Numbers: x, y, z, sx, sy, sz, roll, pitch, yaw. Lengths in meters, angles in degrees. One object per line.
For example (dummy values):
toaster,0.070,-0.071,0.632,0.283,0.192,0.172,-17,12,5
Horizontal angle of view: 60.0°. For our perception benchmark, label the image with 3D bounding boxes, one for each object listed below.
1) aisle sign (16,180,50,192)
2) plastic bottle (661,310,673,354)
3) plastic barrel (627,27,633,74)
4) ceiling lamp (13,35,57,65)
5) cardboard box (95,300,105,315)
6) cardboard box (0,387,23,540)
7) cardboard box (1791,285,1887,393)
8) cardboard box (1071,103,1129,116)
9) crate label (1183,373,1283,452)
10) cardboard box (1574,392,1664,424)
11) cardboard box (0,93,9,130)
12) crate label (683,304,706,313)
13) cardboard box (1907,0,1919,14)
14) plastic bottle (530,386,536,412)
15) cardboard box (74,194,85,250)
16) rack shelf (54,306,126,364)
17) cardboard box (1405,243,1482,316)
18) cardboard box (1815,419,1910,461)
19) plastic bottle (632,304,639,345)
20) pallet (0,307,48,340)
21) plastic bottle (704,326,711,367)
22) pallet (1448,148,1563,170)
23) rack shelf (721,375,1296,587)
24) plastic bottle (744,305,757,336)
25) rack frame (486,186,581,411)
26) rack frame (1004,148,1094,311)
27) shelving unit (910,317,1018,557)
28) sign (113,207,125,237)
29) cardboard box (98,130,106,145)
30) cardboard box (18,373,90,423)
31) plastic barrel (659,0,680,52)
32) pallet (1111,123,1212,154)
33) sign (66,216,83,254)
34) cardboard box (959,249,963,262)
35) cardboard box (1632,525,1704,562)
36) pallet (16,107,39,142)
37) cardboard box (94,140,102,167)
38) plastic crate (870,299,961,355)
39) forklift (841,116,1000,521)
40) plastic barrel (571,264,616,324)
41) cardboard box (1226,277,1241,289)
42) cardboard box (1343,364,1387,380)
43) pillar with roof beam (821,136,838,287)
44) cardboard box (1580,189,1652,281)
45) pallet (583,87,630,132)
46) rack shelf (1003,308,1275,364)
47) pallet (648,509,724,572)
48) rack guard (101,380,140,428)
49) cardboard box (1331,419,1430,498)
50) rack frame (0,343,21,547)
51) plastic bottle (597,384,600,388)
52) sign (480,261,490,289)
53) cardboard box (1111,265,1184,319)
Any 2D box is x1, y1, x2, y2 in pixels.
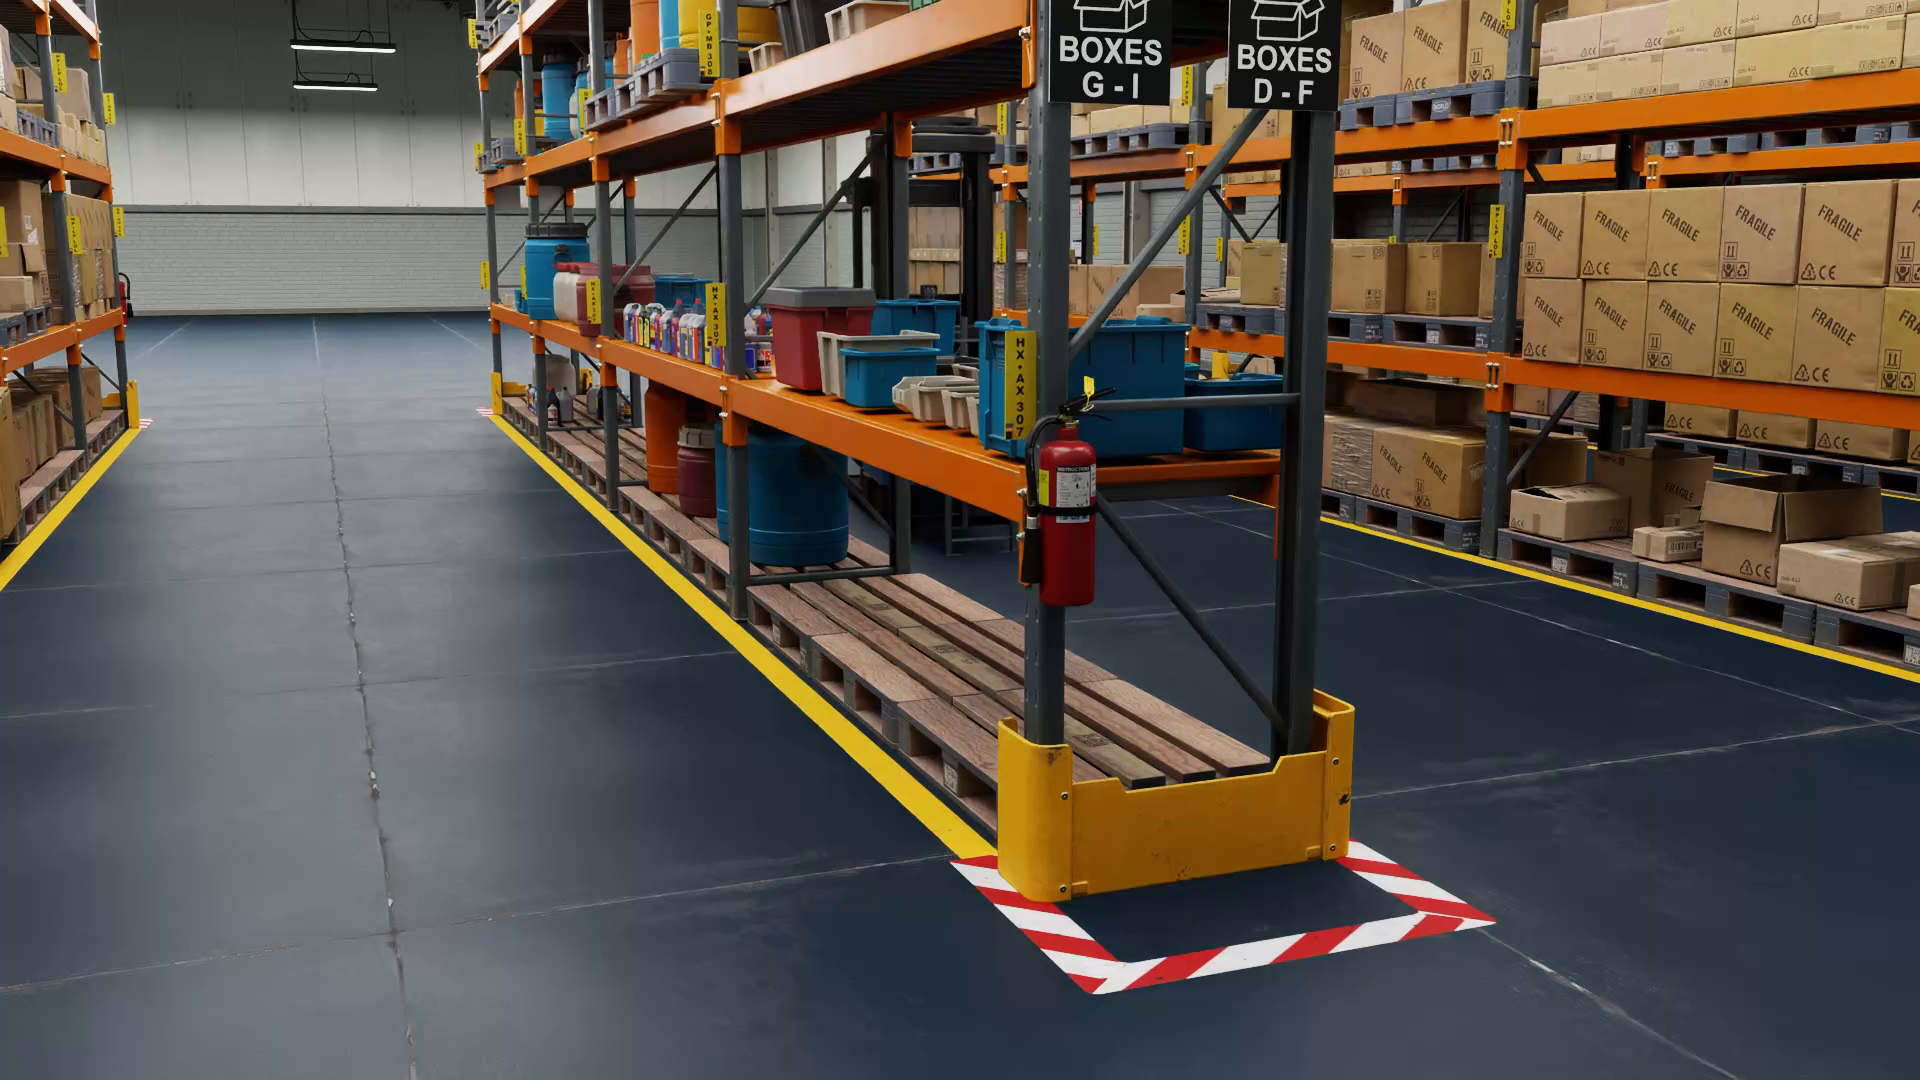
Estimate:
aisle sign,-10.027,-3.990,17.865,0.394,0.787,0.004,-4,11,-21
plastic bottle,-1.852,-1.349,10.795,0.152,0.276,0.135,-4,11,-21
plastic barrel,-2.305,-3.599,13.093,0.600,0.901,0.600,0,10,0
ceiling lamp,-22.331,-12.468,39.150,2.000,3.185,0.800,-4,11,-21
cardboard box,-8.788,-2.324,16.638,0.380,0.149,0.250,-4,11,-21
cardboard box,-6.596,-0.460,10.310,1.225,0.875,0.875,-4,11,-24
cardboard box,4.524,-1.007,8.231,0.500,0.500,0.500,-4,11,-20
cardboard box,1.373,-4.479,16.557,0.500,0.500,0.500,-3,10,-15
crate label,0.906,-0.430,5.581,0.416,0.233,0.303,-4,11,-21
cardboard box,6.714,-1.457,16.926,0.700,0.500,0.500,-4,11,-20
cardboard box,-6.945,-2.993,11.545,0.500,0.250,0.500,-4,11,-19
crate label,-2.013,-1.738,13.104,0.303,0.233,0.416,-4,11,-21
cardboard box,4.702,-2.534,7.537,0.500,0.250,0.500,-4,11,-21
plastic bottle,-4.582,-1.519,17.929,0.097,0.271,0.097,0,10,0
cardboard box,-8.384,-2.925,15.312,0.500,0.500,0.500,-4,11,-21
rack shelf,-9.000,-2.039,16.370,1.077,0.370,4.000,-4,11,-21
cardboard box,3.586,-1.844,11.739,0.700,0.500,0.500,-2,10,-12
cardboard box,7.792,-1.095,13.949,0.750,0.750,0.750,-4,11,-19
plastic bottle,-2.278,-1.523,11.749,0.061,0.283,0.133,-4,11,-21
pallet,-7.582,-1.640,12.620,1.003,0.211,1.213,-4,11,-21
plastic bottle,-1.398,-1.180,9.629,0.144,0.351,0.185,-4,11,-21
pallet,6.077,-4.117,17.973,1.213,0.211,1.003,-4,11,-21
rack shelf,-0.036,-0.394,7.126,1.077,0.370,4.000,-4,11,-21
plastic bottle,-1.264,-1.189,9.681,0.144,0.351,0.185,-4,11,-21
rack frame,-5.109,-3.034,19.910,1.000,3.000,0.127,-4,11,-21
rack frame,0.959,-2.695,18.003,1.000,3.000,0.127,-4,11,-21
shelving unit,-0.025,-0.728,11.230,0.538,1.500,1.048,-3,11,-18
sign,-9.201,-3.477,18.193,0.100,0.325,0.005,-4,11,-21
cardboard box,-9.334,-4.293,17.715,0.380,0.149,0.250,-4,11,-21
cardboard box,-9.057,-1.394,16.628,0.500,0.500,0.500,-3,10,-16
plastic barrel,-1.521,-3.274,10.066,0.600,0.901,0.708,-4,11,-21
pallet,2.079,-3.531,14.677,1.213,0.211,1.003,-3,11,-18
sign,-7.760,-2.672,14.572,0.100,0.325,0.005,-4,11,-21
cardboard box,0.202,-3.301,19.276,0.380,0.149,0.250,-4,11,-19
cardboard box,4.131,0.012,9.619,0.380,0.166,0.250,-4,11,-21
pallet,-7.773,-3.174,12.671,1.213,0.211,1.003,-4,11,-21
cardboard box,-9.130,-3.978,17.084,0.500,0.250,0.500,-4,11,-21
plastic crate,-0.273,-1.042,8.588,0.392,0.384,0.575,-4,11,-21
forklift,-0.333,-1.793,13.132,1.130,2.935,3.031,-2,10,-11
plastic barrel,-3.094,-2.087,14.201,0.433,0.535,0.433,0,10,0
cardboard box,4.006,-3.499,22.895,0.500,0.250,0.500,-4,11,-23
cardboard box,5.161,-2.162,20.892,0.500,0.500,0.500,-5,11,-25
pillar with roof beam,-7.525,-10.201,43.072,9.100,9.000,0.548,-4,11,-21
cardboard box,3.954,-1.751,9.560,0.500,0.500,0.500,-4,11,-23
pallet,-2.024,-2.981,11.586,1.003,0.211,1.213,-4,11,-21
rack shelf,1.683,-2.014,16.231,1.077,0.370,4.000,-4,11,-21
pallet,-1.447,-0.030,10.987,1.003,0.211,1.213,-4,11,-21
rack guard,-9.698,-1.476,18.292,1.175,0.500,0.348,-4,11,-21
cardboard box,3.059,-0.600,12.110,0.500,0.500,0.500,-4,11,-20
rack frame,-6.826,-1.414,10.802,1.000,3.000,0.127,-4,11,-21
plastic bottle,-3.919,-1.572,18.213,0.152,0.276,0.135,-4,11,-22
sign,-5.623,-3.136,19.693,0.100,0.325,0.005,-4,11,-21
cardboard box,1.785,-2.364,15.858,0.500,0.500,0.500,-5,11,-24
